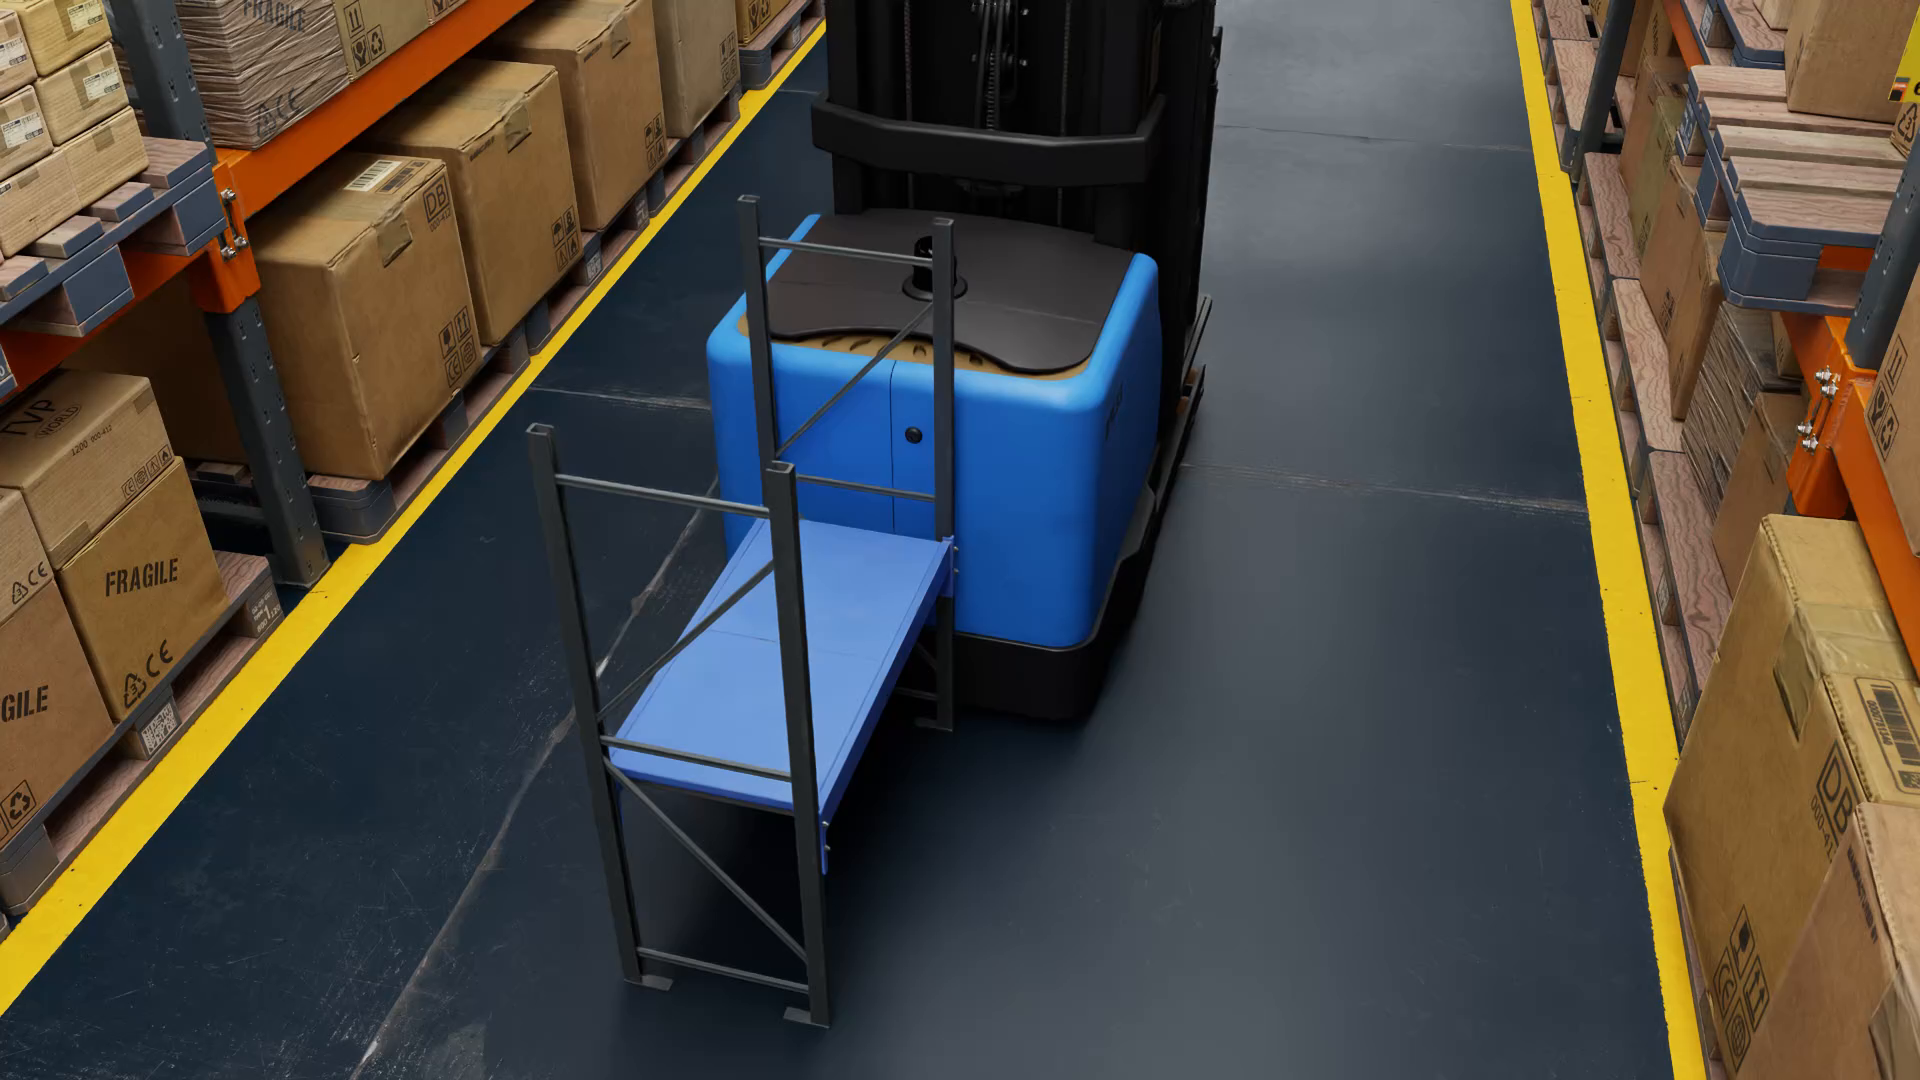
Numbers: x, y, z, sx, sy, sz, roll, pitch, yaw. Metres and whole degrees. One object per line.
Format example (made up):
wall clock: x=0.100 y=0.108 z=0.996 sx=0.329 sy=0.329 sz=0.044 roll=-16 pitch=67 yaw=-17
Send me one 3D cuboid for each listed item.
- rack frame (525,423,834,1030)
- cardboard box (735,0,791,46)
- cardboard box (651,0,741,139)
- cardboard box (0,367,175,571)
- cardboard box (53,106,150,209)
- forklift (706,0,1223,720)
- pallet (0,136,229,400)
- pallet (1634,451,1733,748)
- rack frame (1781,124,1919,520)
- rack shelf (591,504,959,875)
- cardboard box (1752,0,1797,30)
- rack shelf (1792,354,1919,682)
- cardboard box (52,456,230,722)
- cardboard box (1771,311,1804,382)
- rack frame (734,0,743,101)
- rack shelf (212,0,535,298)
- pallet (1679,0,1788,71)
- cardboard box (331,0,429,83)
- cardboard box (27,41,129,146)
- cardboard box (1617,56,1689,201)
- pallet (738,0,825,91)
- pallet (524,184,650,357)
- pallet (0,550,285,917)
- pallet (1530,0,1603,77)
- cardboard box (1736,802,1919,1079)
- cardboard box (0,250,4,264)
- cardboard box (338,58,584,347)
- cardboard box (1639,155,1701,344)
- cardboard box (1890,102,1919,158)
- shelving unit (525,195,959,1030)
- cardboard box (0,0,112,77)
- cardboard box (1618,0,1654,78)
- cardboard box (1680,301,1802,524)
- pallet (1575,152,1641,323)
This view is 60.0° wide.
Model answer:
rack frame: x=-0.530 y=0.445 z=3.358 sx=0.500 sy=1.500 sz=0.032 roll=9 pitch=37 yaw=13
cardboard box: x=-1.384 y=-3.113 z=8.442 sx=0.875 sy=0.875 sz=0.875 roll=8 pitch=37 yaw=11
cardboard box: x=-1.632 y=-2.344 z=7.487 sx=1.050 sy=0.750 sz=0.750 roll=7 pitch=37 yaw=10
cardboard box: x=-2.331 y=-0.195 z=4.097 sx=0.500 sy=0.250 sz=0.500 roll=6 pitch=36 yaw=9
cardboard box: x=-2.098 y=-0.887 z=3.773 sx=0.380 sy=0.149 sz=0.250 roll=8 pitch=37 yaw=11
forklift: x=0.235 y=-1.570 z=4.919 sx=1.130 sy=2.935 sz=3.031 roll=9 pitch=37 yaw=13
pallet: x=-2.489 y=-0.659 z=3.767 sx=1.213 sy=0.211 sz=1.003 roll=7 pitch=37 yaw=10
pallet: x=2.551 y=0.202 z=4.791 sx=1.003 sy=0.211 sz=1.213 roll=7 pitch=37 yaw=10
rack frame: x=2.383 y=-0.479 z=3.355 sx=1.000 sy=3.000 sz=0.127 roll=7 pitch=37 yaw=10
rack shelf: x=-0.394 y=0.303 z=3.860 sx=0.538 sy=0.185 sz=1.000 roll=9 pitch=37 yaw=13
cardboard box: x=2.475 y=-1.584 z=4.637 sx=0.396 sy=0.266 sz=0.258 roll=6 pitch=36 yaw=9
rack shelf: x=1.955 y=0.959 z=1.984 sx=1.077 sy=0.370 sz=4.000 roll=7 pitch=37 yaw=10
cardboard box: x=-2.326 y=0.094 z=4.337 sx=0.500 sy=0.500 sz=0.500 roll=7 pitch=37 yaw=10
cardboard box: x=2.600 y=-0.642 z=4.696 sx=0.500 sy=0.250 sz=0.500 roll=11 pitch=37 yaw=15
rack frame: x=-1.587 y=-3.452 z=7.457 sx=1.000 sy=3.000 sz=0.127 roll=7 pitch=37 yaw=10
rack shelf: x=-2.014 y=-2.014 z=6.086 sx=1.077 sy=0.370 sz=4.000 roll=7 pitch=37 yaw=10
pallet: x=2.765 y=-1.541 z=4.984 sx=1.003 sy=0.211 sz=1.213 roll=7 pitch=37 yaw=10
cardboard box: x=-1.976 y=-1.715 z=4.974 sx=0.500 sy=0.500 sz=0.500 roll=7 pitch=37 yaw=10
cardboard box: x=-2.102 y=-1.007 z=3.686 sx=0.380 sy=0.149 sz=0.250 roll=8 pitch=37 yaw=11
cardboard box: x=3.085 y=-1.589 z=6.641 sx=0.700 sy=0.500 sz=0.500 roll=5 pitch=36 yaw=6
pallet: x=-1.348 y=-2.749 z=8.863 sx=1.003 sy=0.211 sz=1.213 roll=7 pitch=37 yaw=10
pallet: x=-1.936 y=-1.169 z=6.684 sx=1.003 sy=0.211 sz=1.213 roll=7 pitch=37 yaw=10
pallet: x=-2.610 y=0.418 z=4.493 sx=1.003 sy=0.211 sz=1.213 roll=7 pitch=37 yaw=10
pallet: x=3.604 y=-2.734 z=8.843 sx=1.003 sy=0.211 sz=1.213 roll=7 pitch=37 yaw=10
cardboard box: x=2.017 y=1.114 z=2.609 sx=1.225 sy=0.875 sz=0.875 roll=7 pitch=37 yaw=10
cardboard box: x=-2.207 y=-0.597 z=3.374 sx=0.380 sy=0.149 sz=0.250 roll=8 pitch=37 yaw=11
cardboard box: x=-2.040 y=-1.257 z=5.988 sx=1.050 sy=0.750 sz=0.750 roll=8 pitch=37 yaw=11
cardboard box: x=2.846 y=-0.997 z=5.825 sx=0.700 sy=0.500 sz=0.500 roll=4 pitch=36 yaw=6
cardboard box: x=2.459 y=-1.004 z=3.636 sx=0.500 sy=0.500 sz=0.500 roll=3 pitch=36 yaw=4
shelving unit: x=-0.394 y=0.158 z=3.755 sx=0.538 sy=1.500 sz=1.048 roll=9 pitch=37 yaw=13
cardboard box: x=-2.098 y=-1.129 z=3.601 sx=0.380 sy=0.149 sz=0.250 roll=6 pitch=36 yaw=8
cardboard box: x=3.476 y=-2.484 z=7.893 sx=0.500 sy=0.500 sz=0.500 roll=19 pitch=40 yaw=24
cardboard box: x=2.612 y=-0.351 z=4.934 sx=0.700 sy=0.500 sz=0.500 roll=4 pitch=36 yaw=6
pallet: x=3.072 y=-1.197 z=6.721 sx=1.003 sy=0.211 sz=1.213 roll=7 pitch=37 yaw=10
